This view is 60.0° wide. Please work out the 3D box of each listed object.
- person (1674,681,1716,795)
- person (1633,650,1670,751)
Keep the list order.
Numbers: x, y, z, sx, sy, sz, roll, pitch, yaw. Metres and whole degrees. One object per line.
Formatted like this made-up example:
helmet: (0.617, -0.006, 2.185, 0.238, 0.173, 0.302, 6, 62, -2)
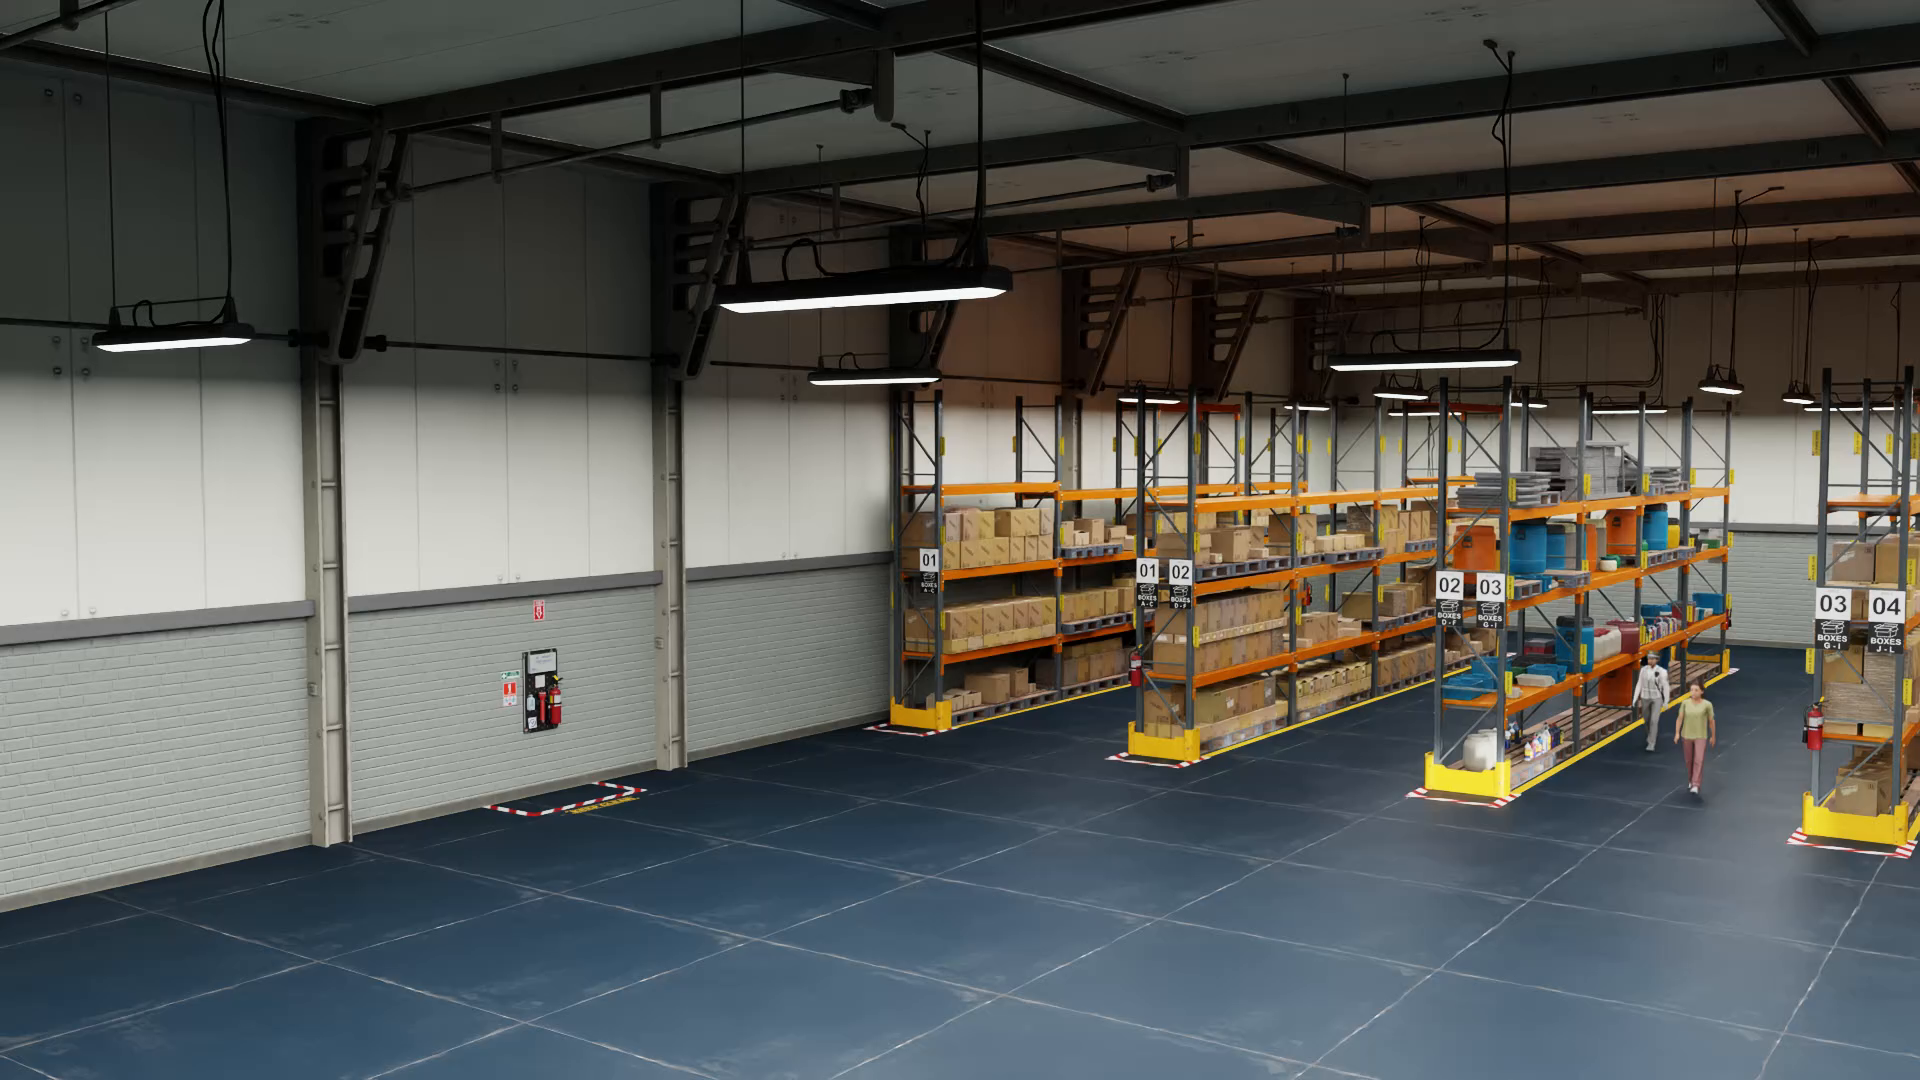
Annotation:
person: (10.492, 2.834, 23.820, 0.481, 1.612, 1.055, 3, 4, 40)
person: (11.459, 2.620, 27.521, 0.546, 1.617, 1.049, 2, 4, 35)
